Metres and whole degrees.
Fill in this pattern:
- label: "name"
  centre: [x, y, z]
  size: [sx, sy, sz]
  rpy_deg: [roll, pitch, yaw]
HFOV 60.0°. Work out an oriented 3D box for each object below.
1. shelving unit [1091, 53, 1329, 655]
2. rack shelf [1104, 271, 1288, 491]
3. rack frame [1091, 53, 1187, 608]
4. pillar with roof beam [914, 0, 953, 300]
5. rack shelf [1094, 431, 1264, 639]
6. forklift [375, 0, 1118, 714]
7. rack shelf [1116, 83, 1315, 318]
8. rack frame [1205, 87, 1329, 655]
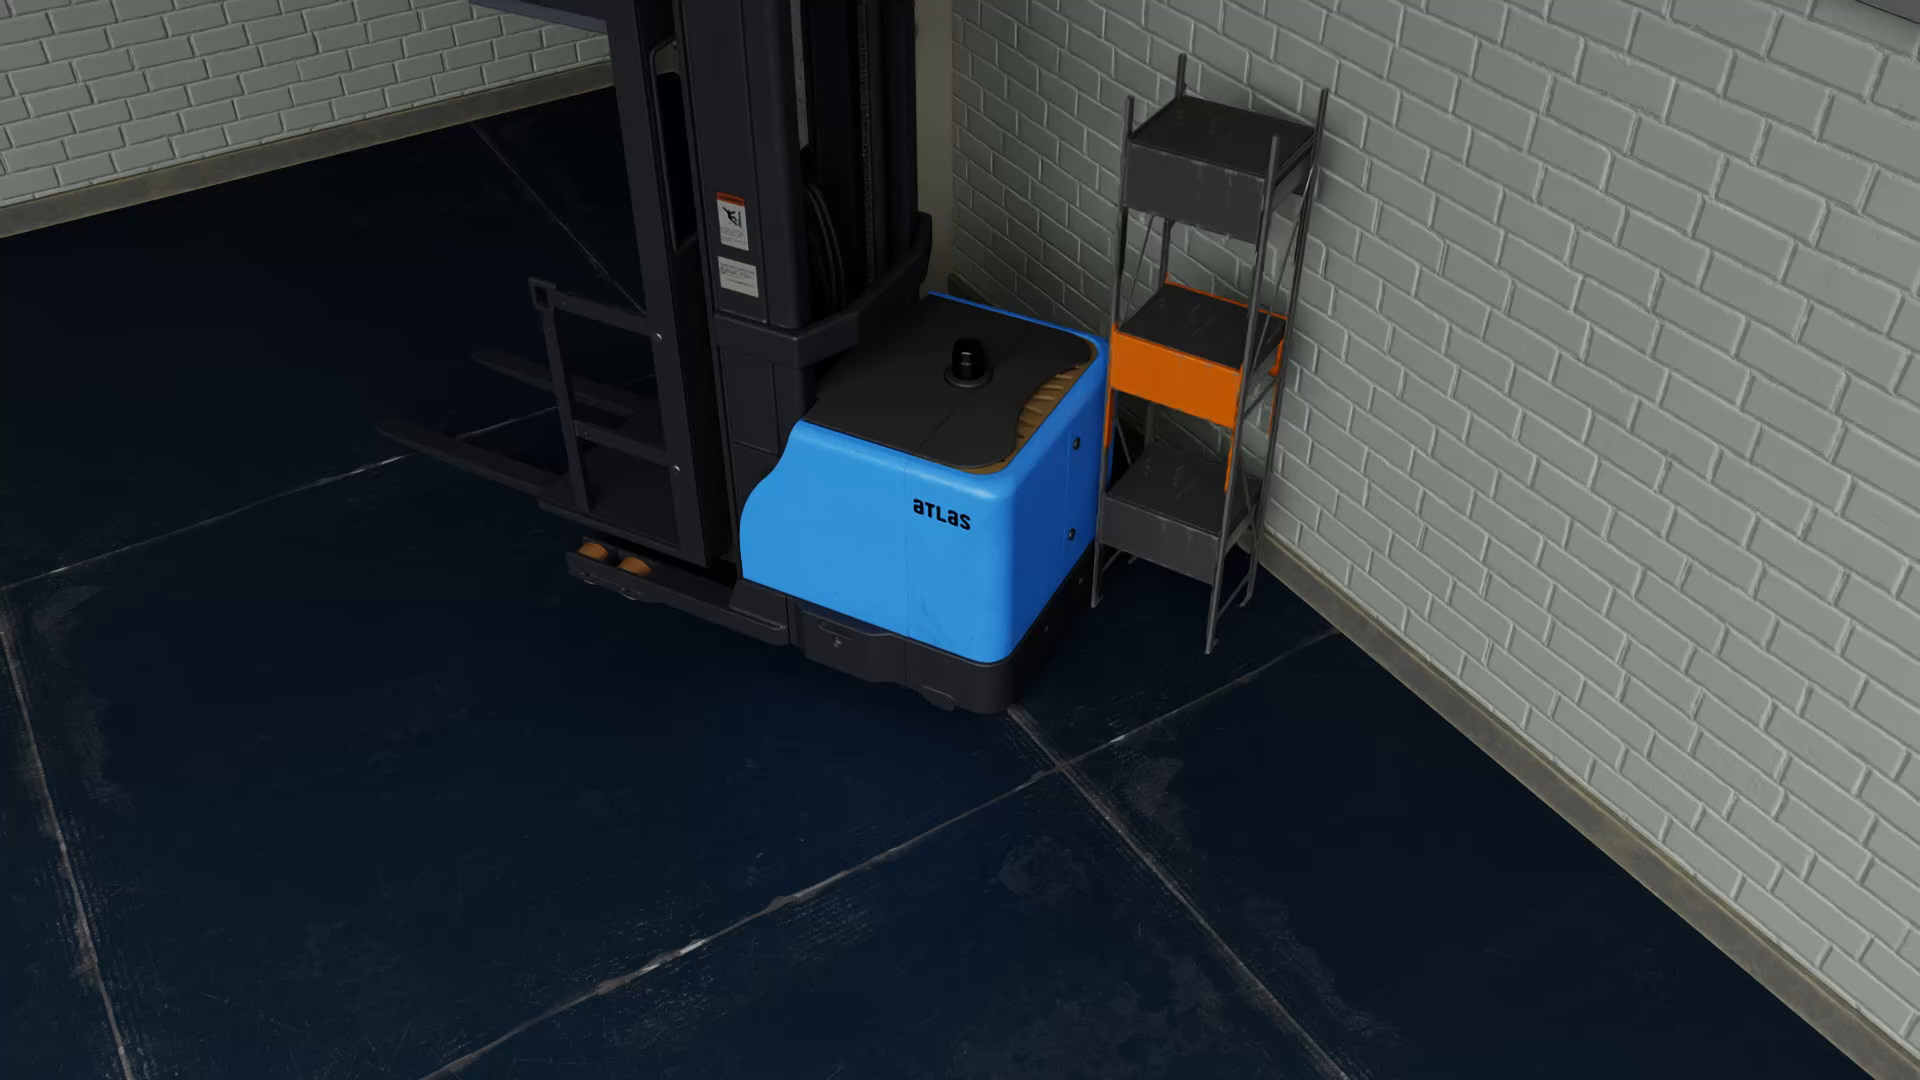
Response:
- label: "shelving unit"
  centre: [0.825, -0.569, 5.793]
  size: [0.503, 2.100, 0.431]
  rpy_deg: [22, 44, 24]
- label: "rack shelf"
  centre: [0.825, -0.559, 5.802]
  size: [0.480, 0.518, 0.431]
  rpy_deg: [22, 44, 24]
- label: "rack frame"
  centre: [0.618, -0.652, 5.892]
  size: [0.015, 2.100, 0.400]
  rpy_deg: [22, 44, 24]
- label: "pillar with roof beam"
  centre: [-3.894, -3.209, 3.572]
  size: [9.100, 9.000, 0.400]
  rpy_deg: [-22, 45, -24]
- label: "rack shelf"
  centre: [0.825, -0.021, 6.250]
  size: [0.480, 0.518, 0.431]
  rpy_deg: [22, 44, 24]
- label: "forklift"
  centre: [-0.961, -1.173, 5.868]
  size: [3.031, 2.935, 1.130]
  rpy_deg: [18, 43, 21]
- label: "rack shelf"
  centre: [0.825, -1.097, 5.354]
  size: [0.480, 0.518, 0.431]
  rpy_deg: [22, 44, 24]
- label: "rack frame"
  centre: [1.032, -0.487, 5.694]
  size: [0.015, 2.100, 0.400]
  rpy_deg: [22, 44, 24]
